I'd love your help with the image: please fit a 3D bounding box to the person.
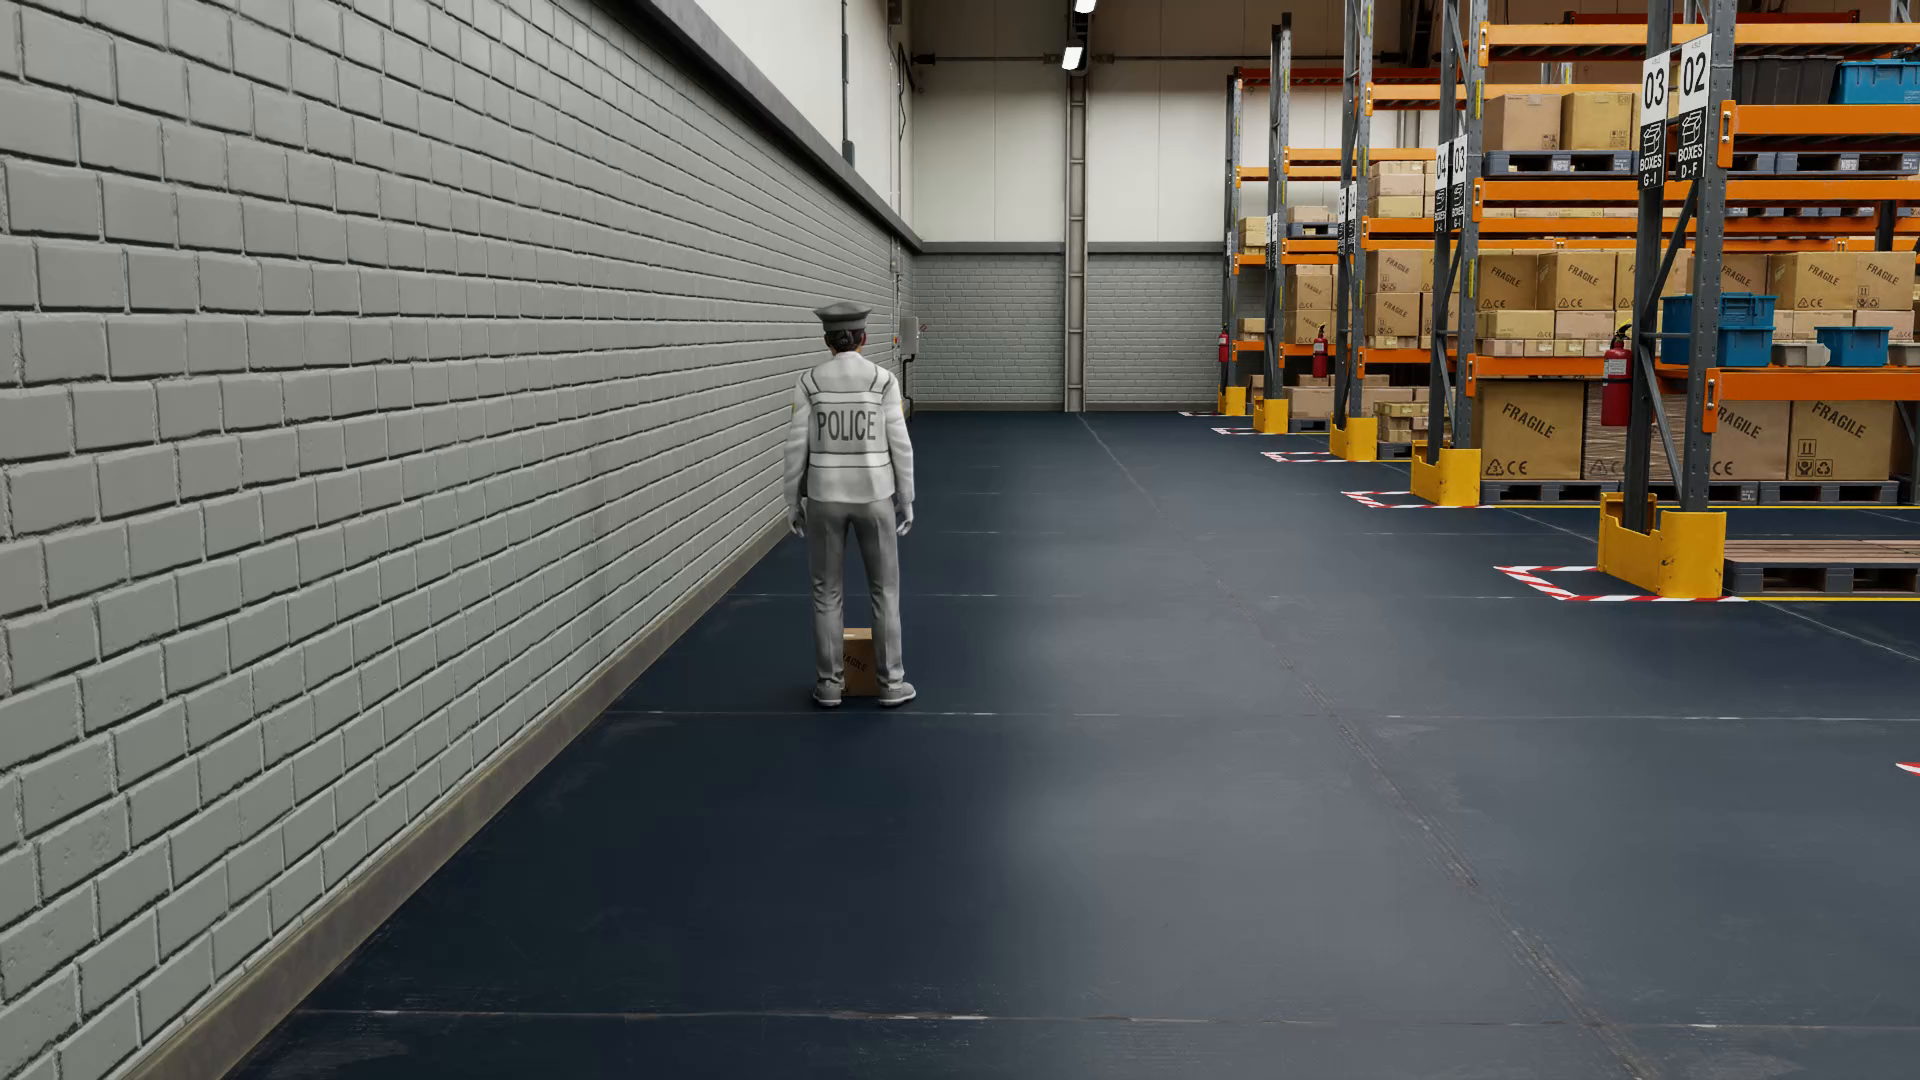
[{"bbox_3d":[-0.457,-0.143,6.872,0.540,1.664,0.375,0,7,-1],"label":"person"}]
